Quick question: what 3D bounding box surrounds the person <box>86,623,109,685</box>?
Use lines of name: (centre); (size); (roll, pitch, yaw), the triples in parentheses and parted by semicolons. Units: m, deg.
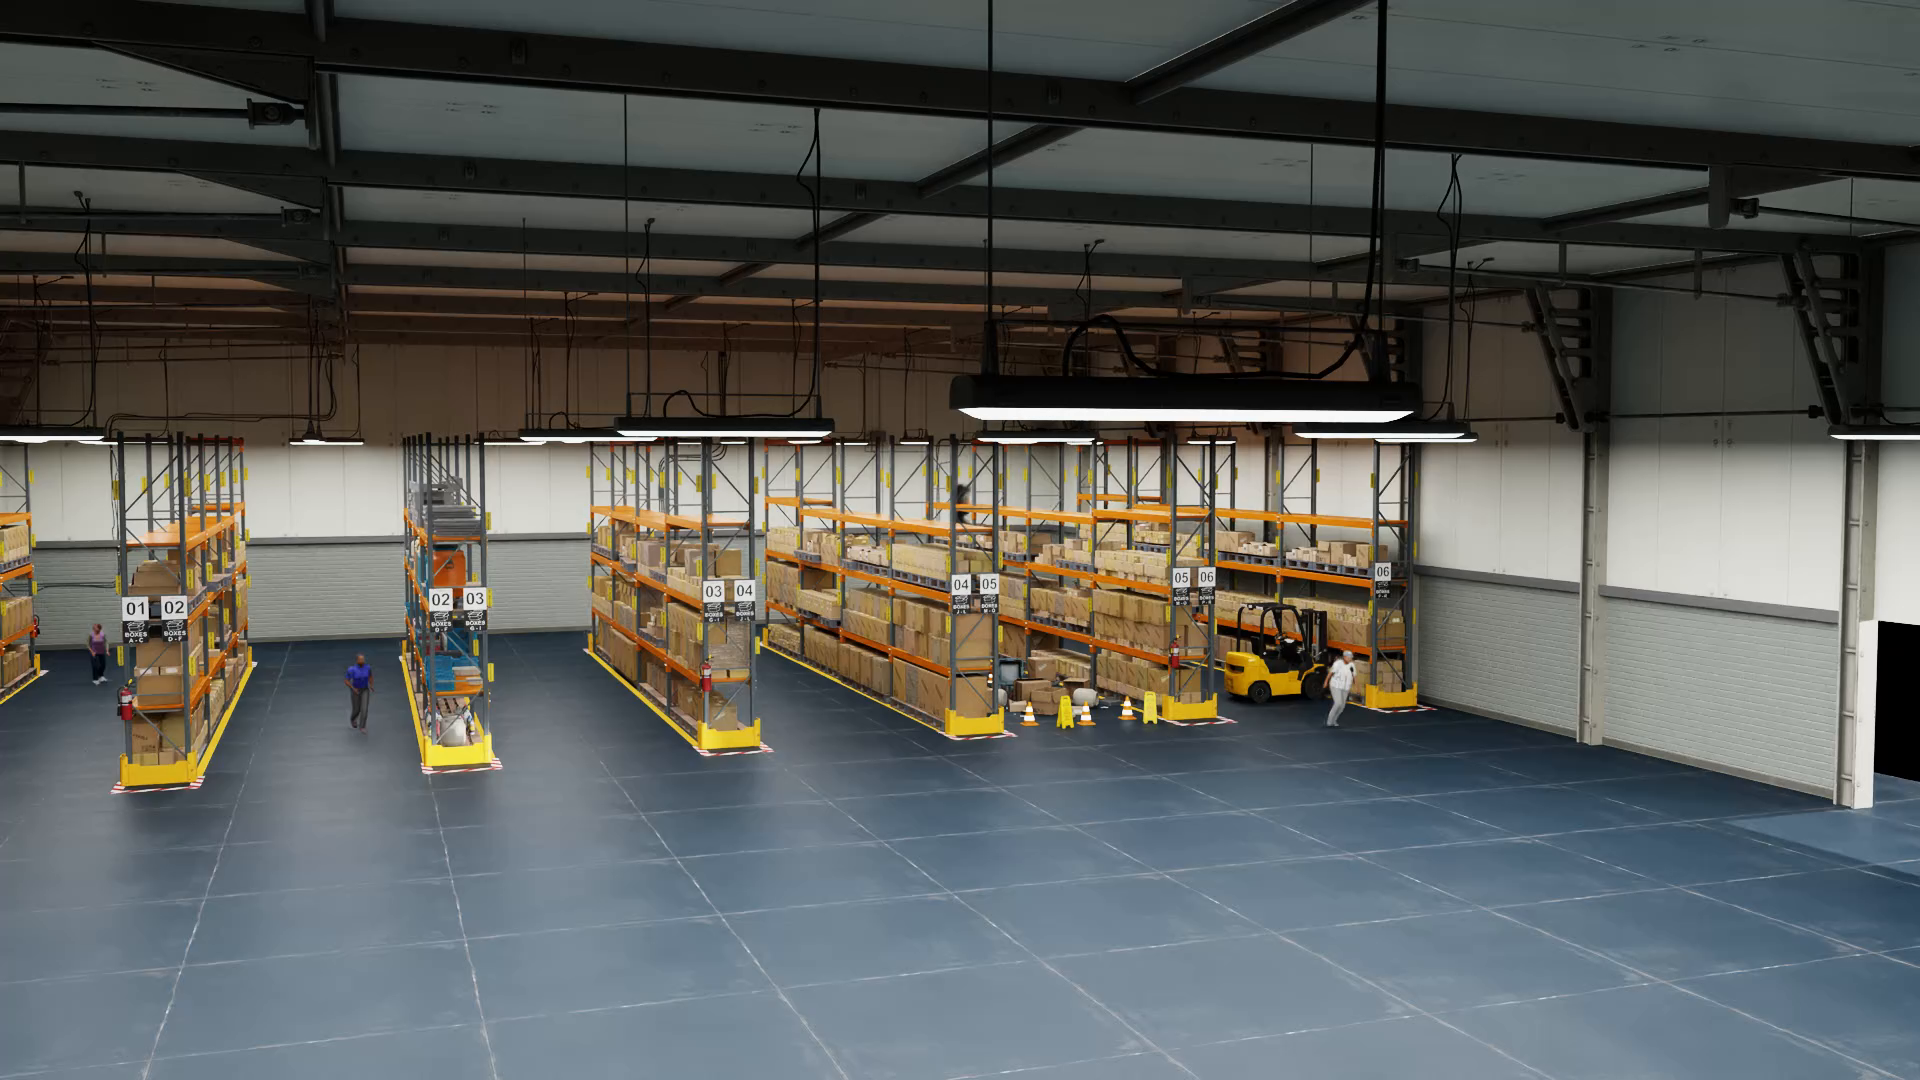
person: (-20.878, 2.758, 40.200); (0.509, 1.514, 0.700); (-3, 4, -43)

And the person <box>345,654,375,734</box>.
person: (-12.123, 3.071, 33.525); (0.577, 1.608, 0.728); (-2, 4, -34)

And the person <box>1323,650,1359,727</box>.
person: (7.802, 3.035, 33.970); (0.594, 1.606, 0.706); (-1, 3, -17)
